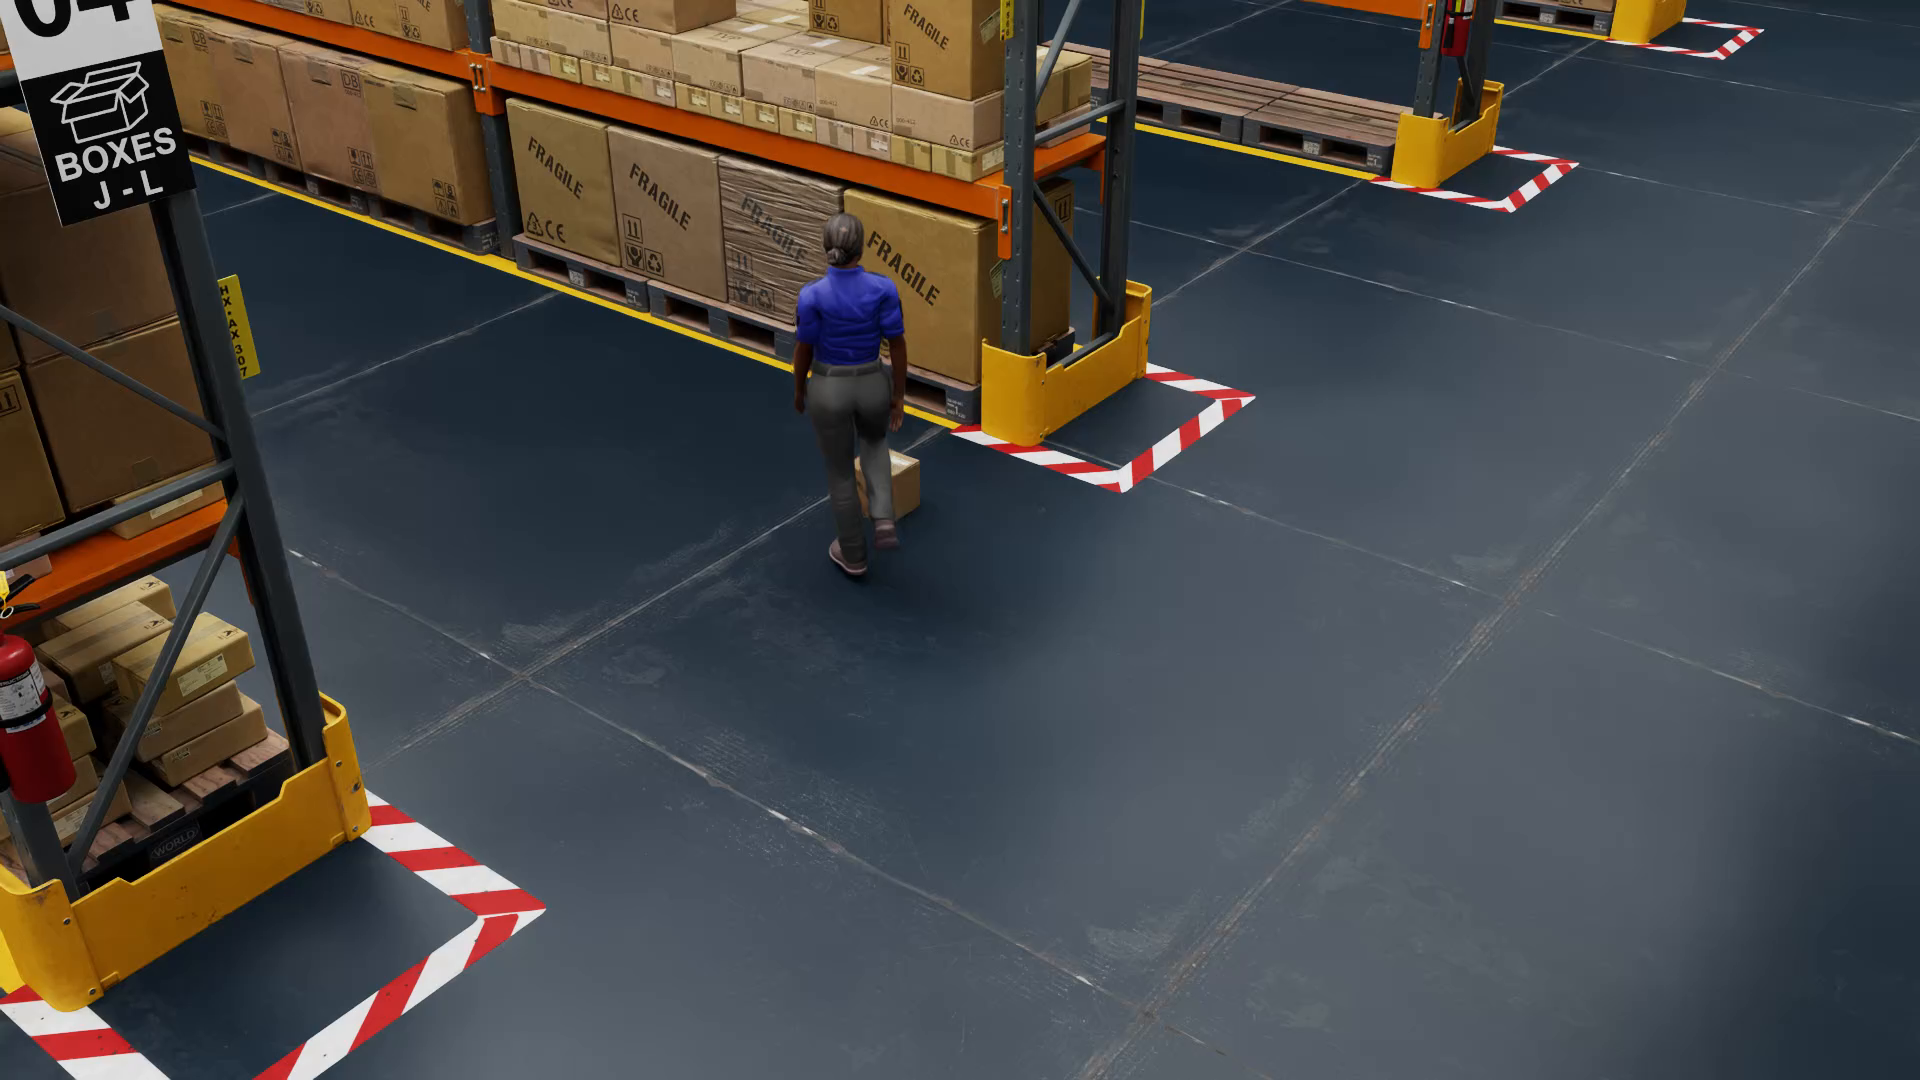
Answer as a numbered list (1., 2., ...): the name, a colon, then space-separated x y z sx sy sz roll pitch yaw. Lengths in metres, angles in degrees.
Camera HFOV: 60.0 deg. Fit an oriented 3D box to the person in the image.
1. person: -0.485 -0.644 7.159 0.450 1.650 0.431 -11 33 -18
